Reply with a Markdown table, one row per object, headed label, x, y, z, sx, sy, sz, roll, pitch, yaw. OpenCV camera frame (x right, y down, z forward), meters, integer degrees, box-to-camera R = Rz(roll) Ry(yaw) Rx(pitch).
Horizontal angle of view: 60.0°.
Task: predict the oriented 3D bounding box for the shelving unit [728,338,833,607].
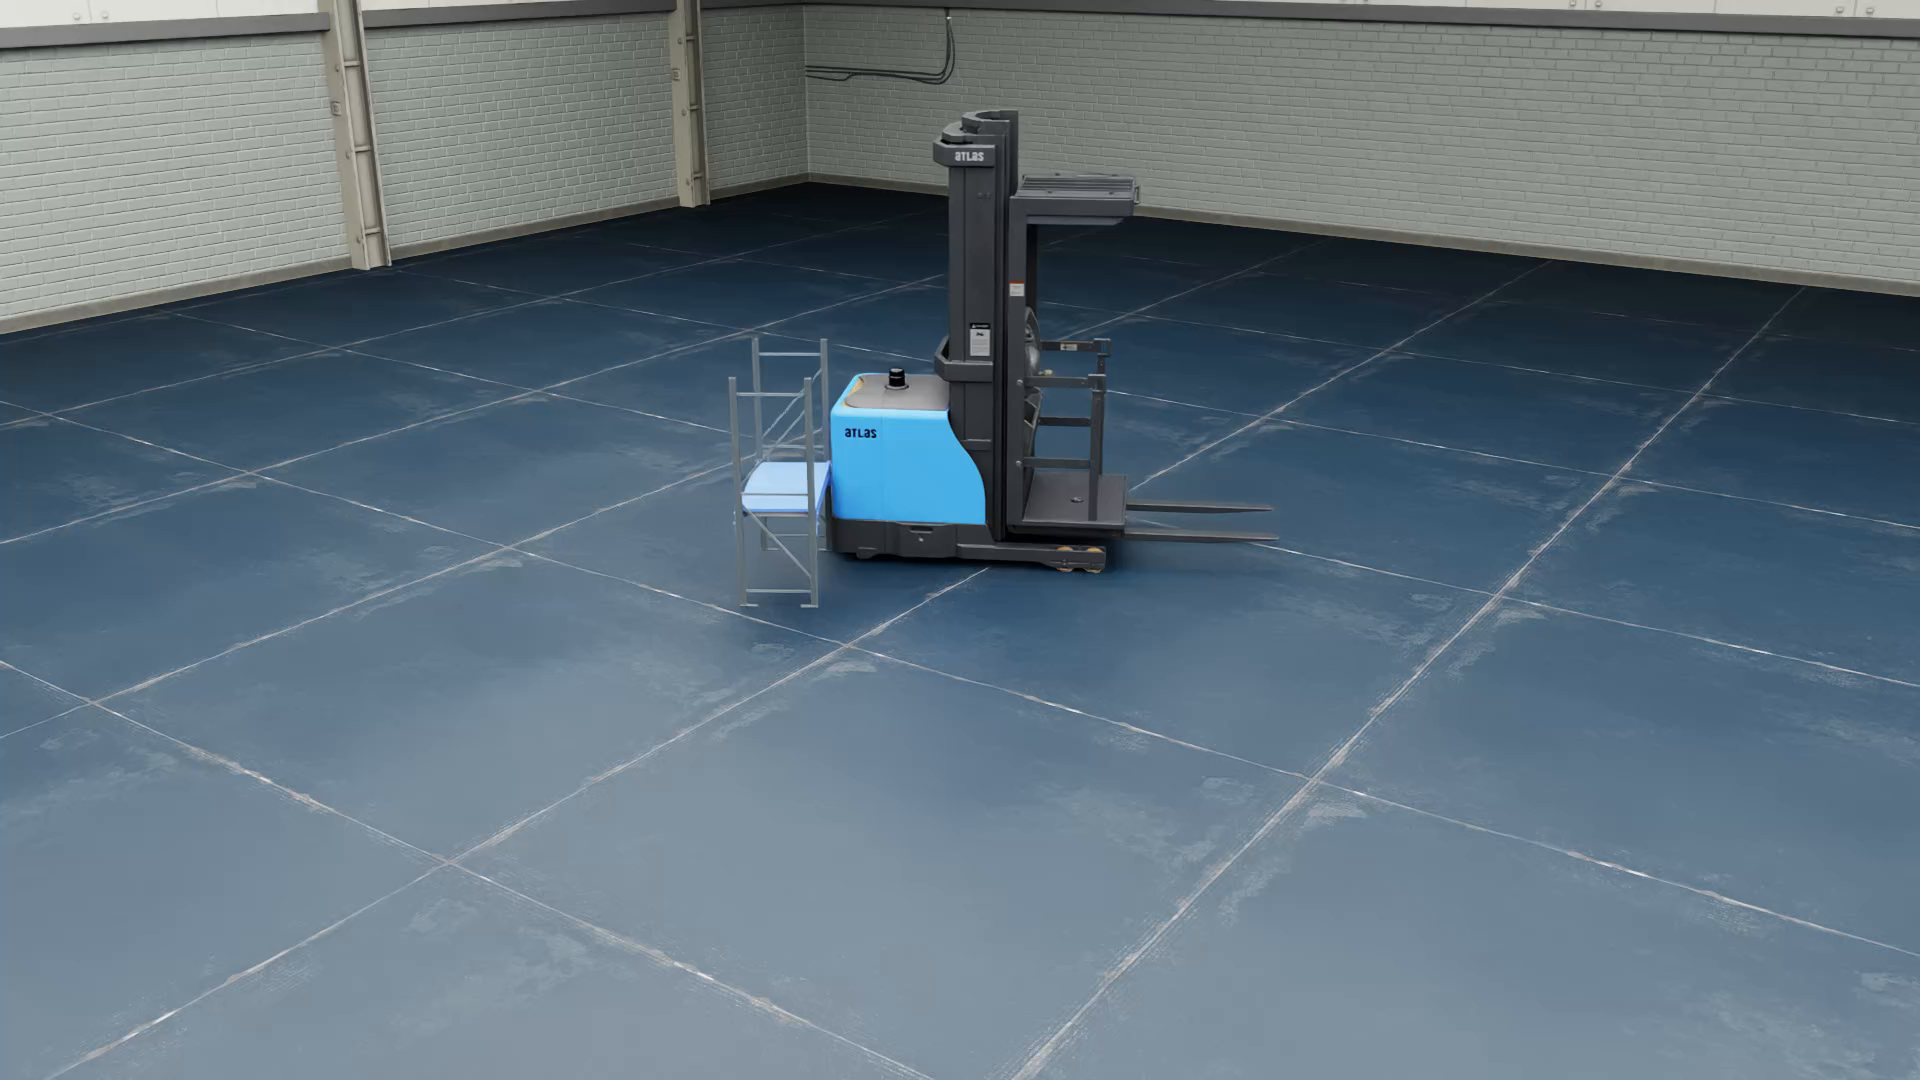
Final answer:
| label | x | y | z | sx | sy | sz | roll | pitch | yaw |
| --- | --- | --- | --- | --- | --- | --- | --- | --- | --- |
| shelving unit | -1.145 | -0.457 | 10.838 | 0.538 | 1.500 | 1.048 | 0 | 20 | 1 |

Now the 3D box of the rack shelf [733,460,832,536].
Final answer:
| label | x | y | z | sx | sy | sz | roll | pitch | yaw |
| --- | --- | --- | --- | --- | --- | --- | --- | --- | --- |
| rack shelf | -1.145 | -0.288 | 10.900 | 0.538 | 0.185 | 1.000 | 0 | 20 | 1 |

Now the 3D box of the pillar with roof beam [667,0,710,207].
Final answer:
| label | x | y | z | sx | sy | sz | roll | pitch | yaw |
| --- | --- | --- | --- | --- | --- | --- | --- | --- | --- |
| pillar with roof beam | -0.566 | -8.590 | 22.016 | 9.100 | 9.000 | 0.400 | 13 | 24 | 32 |

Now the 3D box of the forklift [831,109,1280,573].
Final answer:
| label | x | y | z | sx | sy | sz | roll | pitch | yaw |
| --- | --- | --- | --- | --- | --- | --- | --- | --- | --- |
| forklift | 0.677 | -1.348 | 11.184 | 3.031 | 2.935 | 1.130 | 2 | 20 | 6 |

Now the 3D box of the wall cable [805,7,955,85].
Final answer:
| label | x | y | z | sx | sy | sz | roll | pitch | yaw |
| --- | --- | --- | --- | --- | --- | --- | --- | --- | --- |
| wall cable | -1.377 | -8.561 | 26.413 | 3.097 | 2.526 | 0.112 | 13 | 24 | 32 |

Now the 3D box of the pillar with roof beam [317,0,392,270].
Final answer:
| label | x | y | z | sx | sy | sz | roll | pitch | yaw |
| --- | --- | --- | --- | --- | --- | --- | --- | --- | --- |
| pillar with roof beam | -3.939 | -6.868 | 17.362 | 9.100 | 9.000 | 0.400 | 13 | 24 | 32 |

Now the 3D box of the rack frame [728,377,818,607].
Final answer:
| label | x | y | z | sx | sy | sz | roll | pitch | yaw |
| --- | --- | --- | --- | --- | --- | --- | --- | --- | --- |
| rack frame | -1.155 | -0.280 | 10.361 | 0.500 | 1.500 | 0.032 | 0 | 20 | 1 |

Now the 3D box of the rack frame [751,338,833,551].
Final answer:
| label | x | y | z | sx | sy | sz | roll | pitch | yaw |
| --- | --- | --- | --- | --- | --- | --- | --- | --- | --- |
| rack frame | -1.135 | -0.633 | 11.314 | 0.500 | 1.500 | 0.032 | 0 | 20 | 1 |
